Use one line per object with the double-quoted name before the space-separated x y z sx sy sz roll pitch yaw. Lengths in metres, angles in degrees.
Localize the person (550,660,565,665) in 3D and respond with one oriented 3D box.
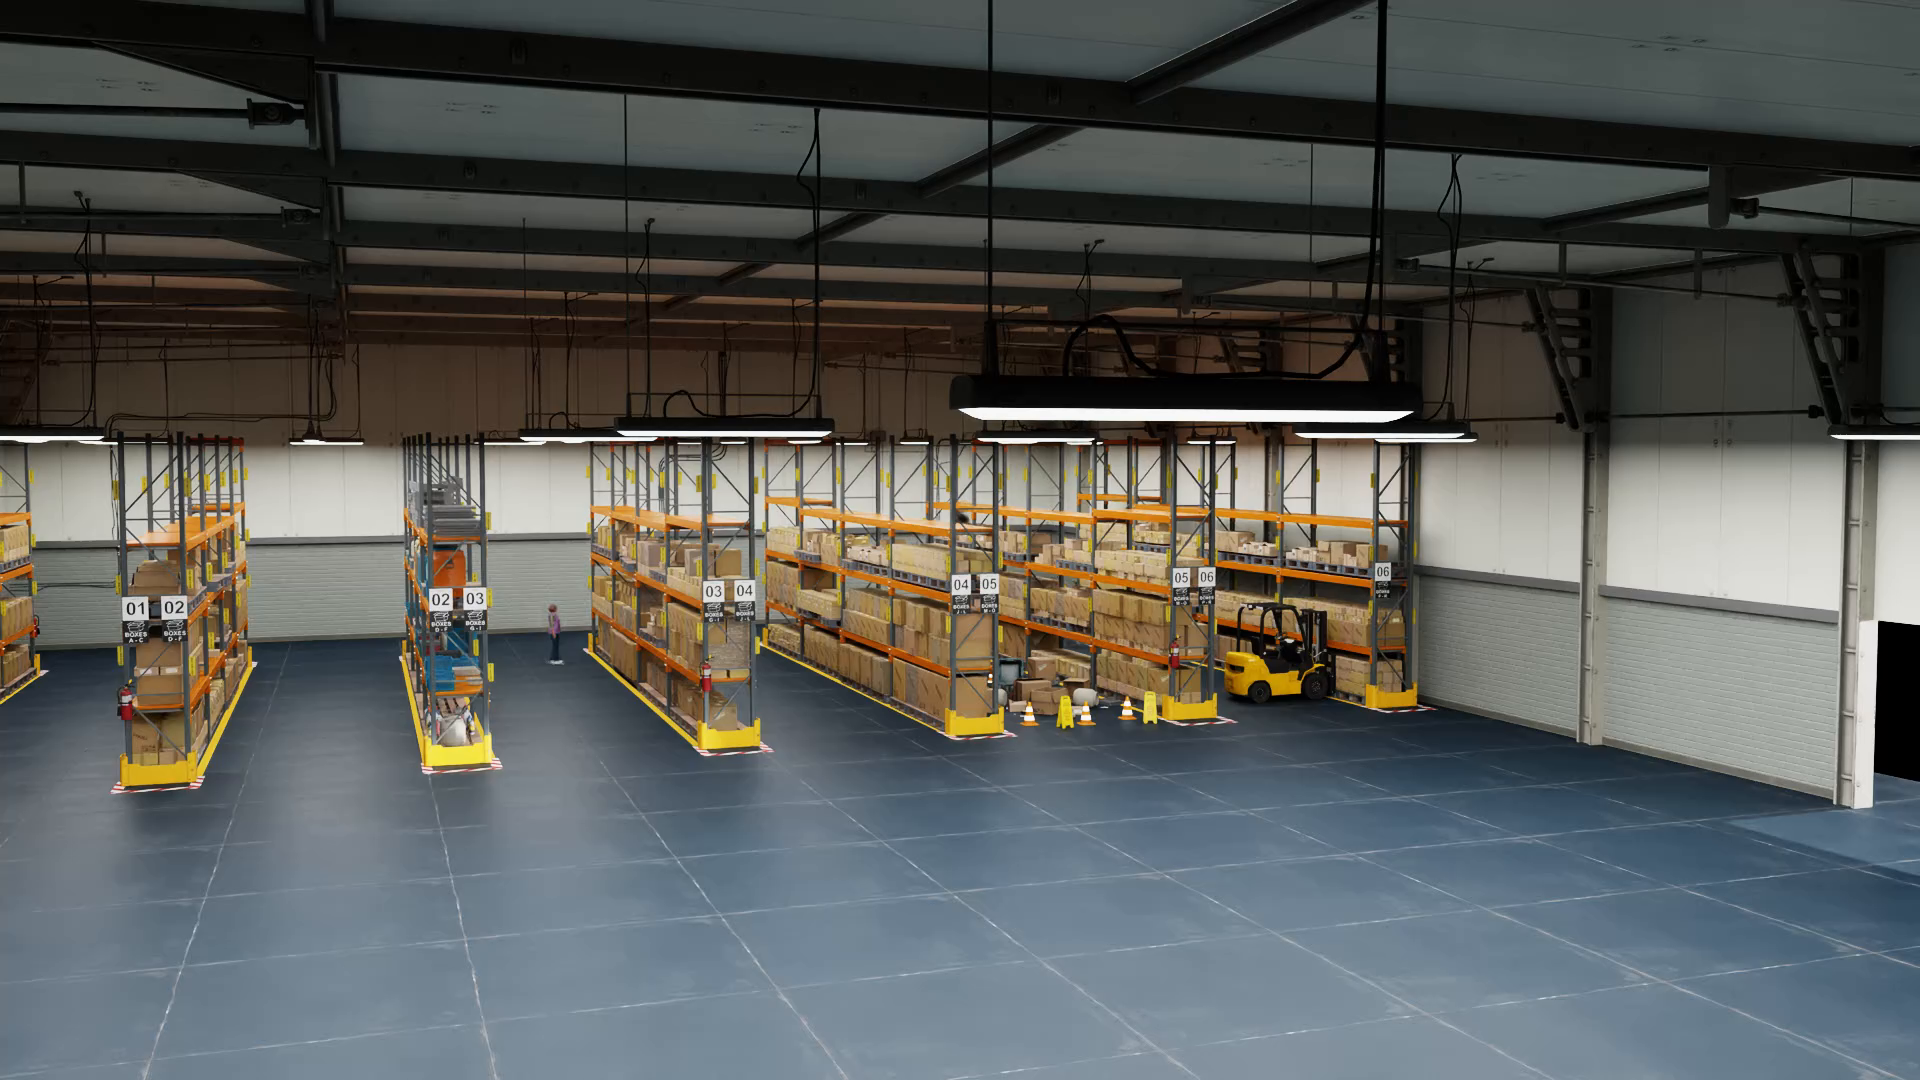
"person" -10.670 3.201 44.118 0.539 0.194 0.312 1 3 13
